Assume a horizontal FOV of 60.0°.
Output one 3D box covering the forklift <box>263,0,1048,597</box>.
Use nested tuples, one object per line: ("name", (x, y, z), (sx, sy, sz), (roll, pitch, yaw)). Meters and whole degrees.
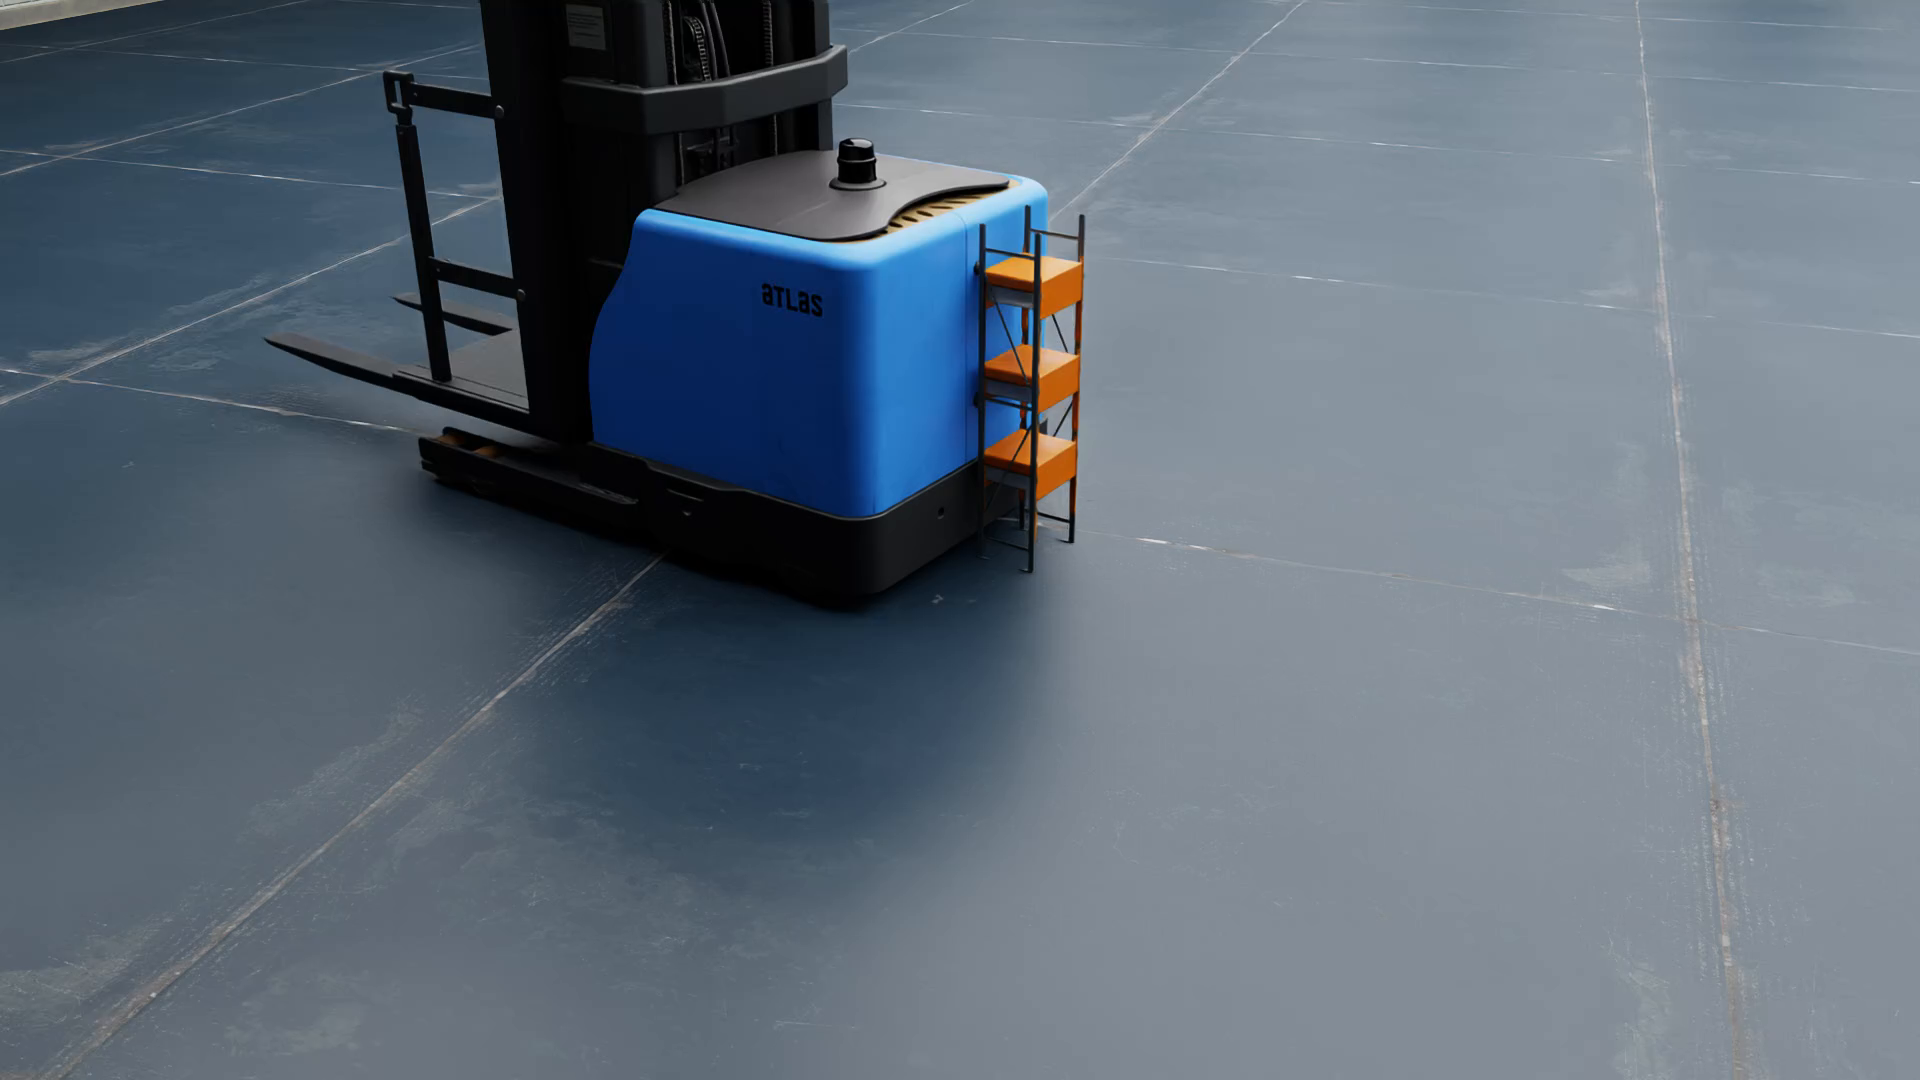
("forklift", (-1.220, -1.639, 5.271), (3.031, 2.935, 1.130), (17, 30, 31))

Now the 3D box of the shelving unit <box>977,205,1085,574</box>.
("shelving unit", (0.207, -0.439, 4.953), (0.215, 1.050, 0.252), (16, 30, 30))

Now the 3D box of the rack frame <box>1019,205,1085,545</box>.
("rack frame", (0.275, -0.484, 5.044), (0.200, 1.050, 0.008), (16, 30, 30))

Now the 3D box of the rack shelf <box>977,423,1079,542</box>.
("rack shelf", (0.207, -0.180, 5.078), (0.215, 0.259, 0.240), (16, 30, 30))

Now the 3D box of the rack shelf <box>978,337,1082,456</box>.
("rack shelf", (0.207, -0.430, 4.957), (0.215, 0.259, 0.240), (16, 30, 30))

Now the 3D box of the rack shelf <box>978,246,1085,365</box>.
("rack shelf", (0.207, -0.685, 4.834), (0.215, 0.259, 0.240), (16, 30, 30))

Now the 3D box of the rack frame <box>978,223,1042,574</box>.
("rack frame", (0.140, -0.395, 4.861), (0.200, 1.050, 0.008), (16, 30, 30))
